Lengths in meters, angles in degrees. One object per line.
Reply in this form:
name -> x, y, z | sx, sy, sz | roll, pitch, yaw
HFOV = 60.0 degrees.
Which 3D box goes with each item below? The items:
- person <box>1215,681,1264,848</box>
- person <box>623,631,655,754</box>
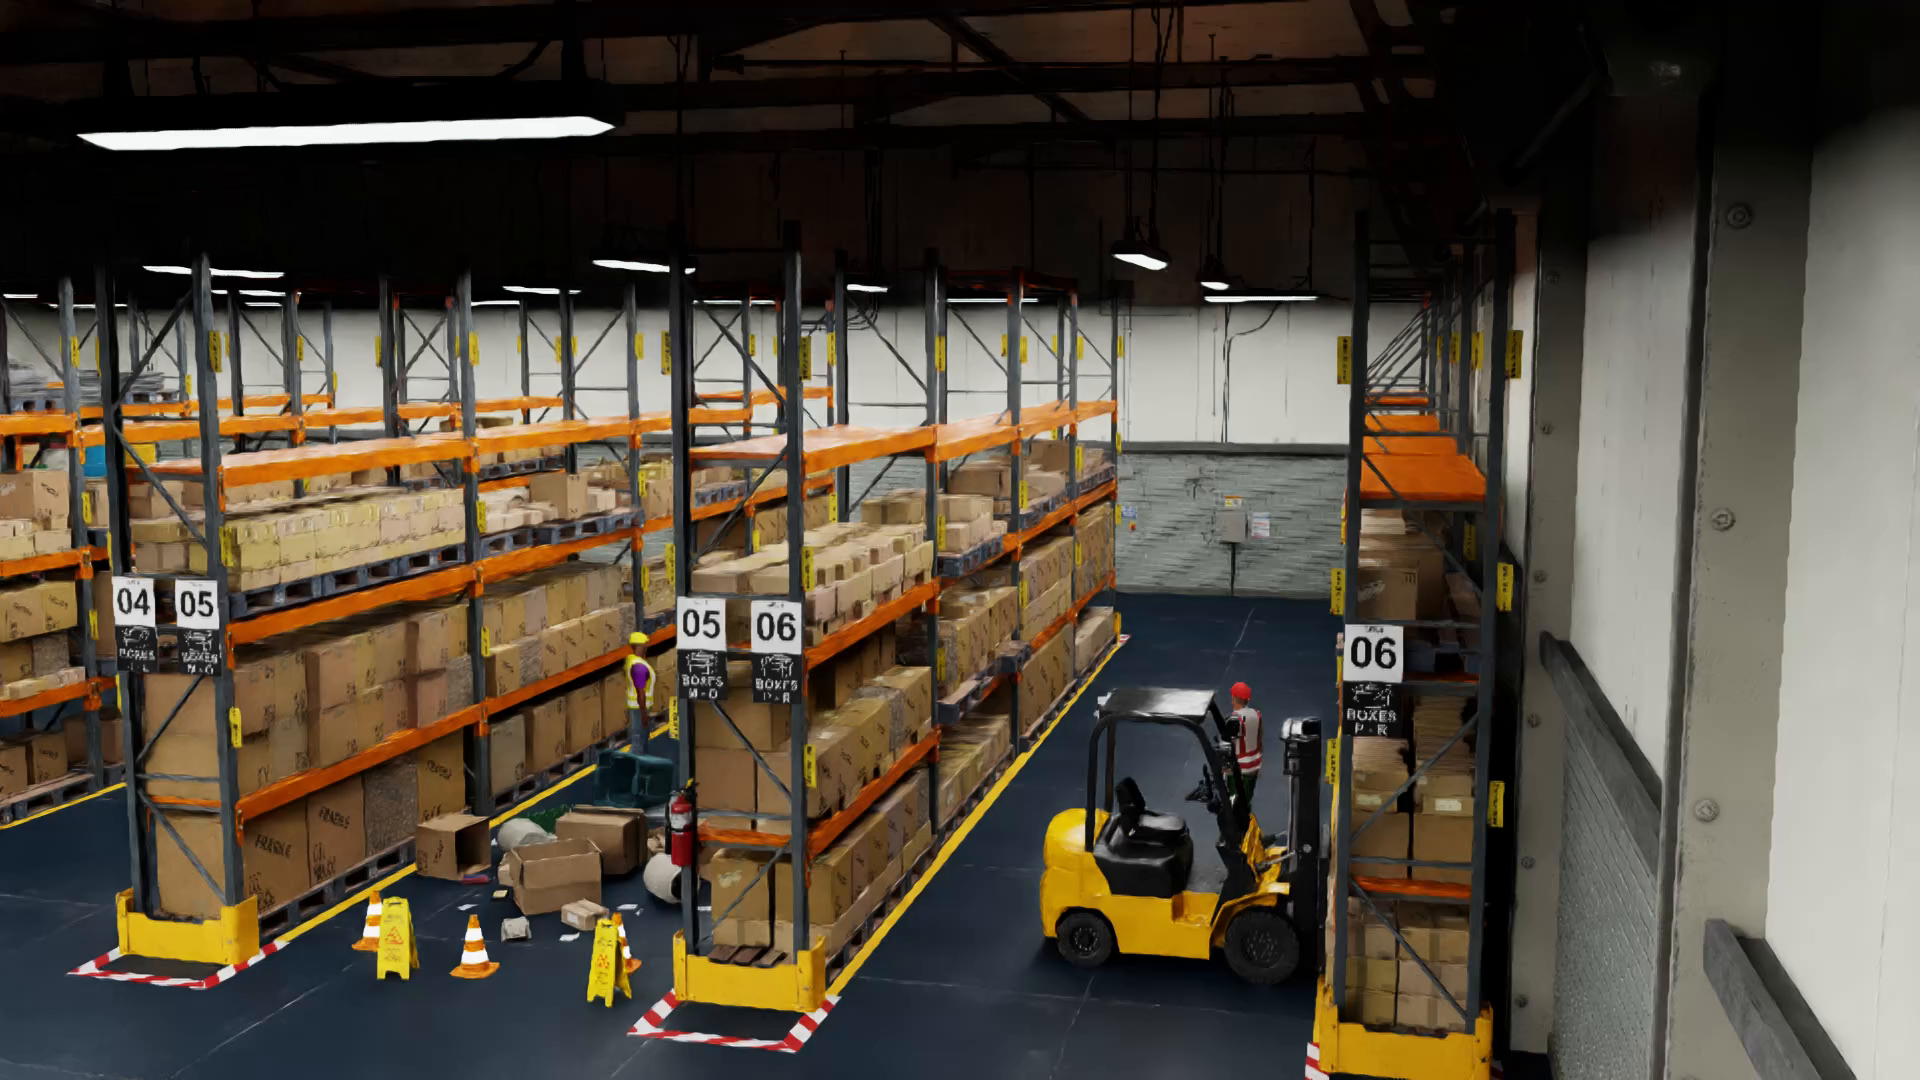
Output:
person -> 2.747, 2.269, 16.423 | 0.588, 1.784, 0.663 | 6, 9, 39
person -> -3.662, 1.928, 19.276 | 0.452, 1.768, 0.632 | -2, 7, -16
